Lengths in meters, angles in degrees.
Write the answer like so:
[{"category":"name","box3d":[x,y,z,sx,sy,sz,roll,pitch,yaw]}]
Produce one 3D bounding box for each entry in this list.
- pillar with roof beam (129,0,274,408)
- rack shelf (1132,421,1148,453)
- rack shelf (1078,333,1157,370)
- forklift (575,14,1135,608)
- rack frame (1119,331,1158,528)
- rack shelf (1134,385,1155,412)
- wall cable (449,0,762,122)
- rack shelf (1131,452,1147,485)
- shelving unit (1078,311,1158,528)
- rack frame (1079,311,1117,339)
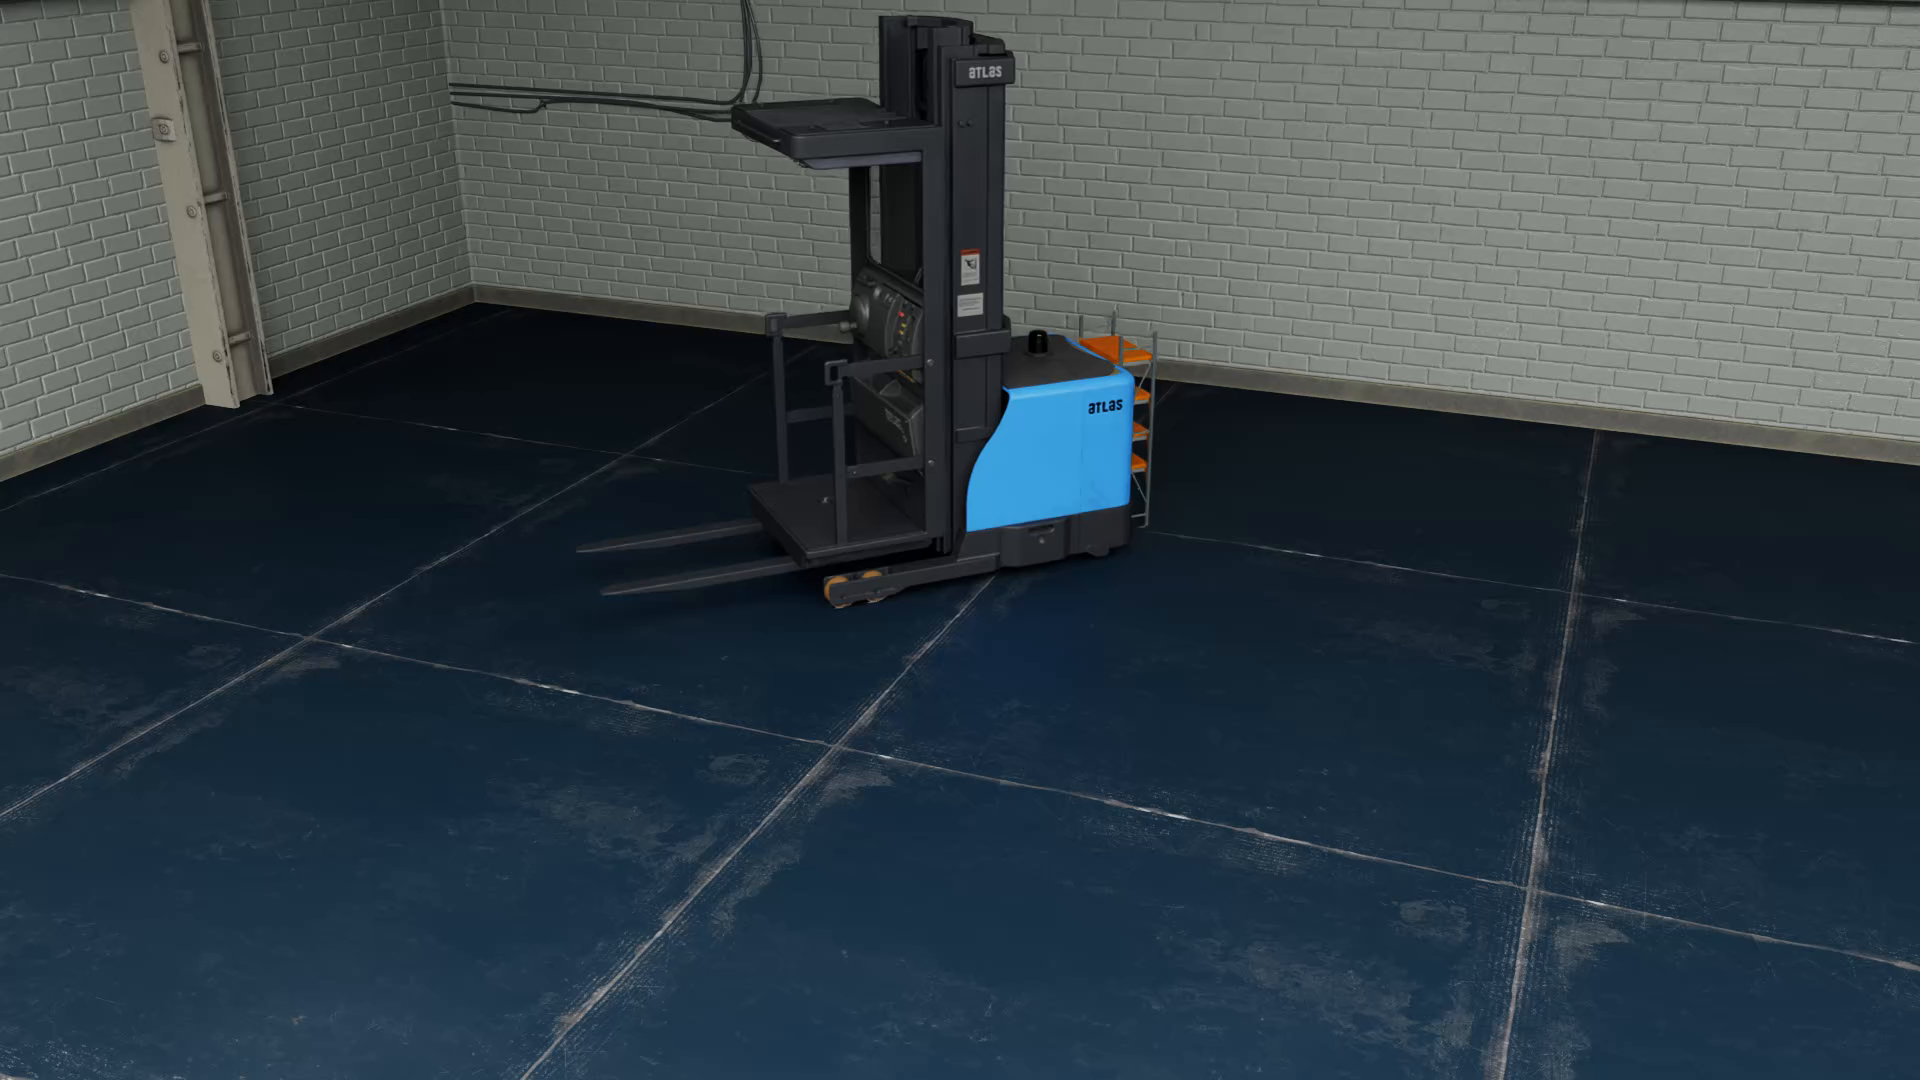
[{"category":"pillar with roof beam","box3d":[-1.317,-4.581,9.041,9.100,9.000,0.400,9,24,20]},{"category":"rack shelf","box3d":[0.915,-0.640,9.899,0.258,0.148,0.480,-9,24,-22]},{"category":"rack shelf","box3d":[0.916,-1.065,9.722,0.258,0.148,0.480,-9,24,-22]},{"category":"forklift","box3d":[-0.581,-1.219,8.866,3.031,2.935,1.130,-10,25,-22]},{"category":"rack frame","box3d":[1.013,-0.616,9.667,0.240,1.200,0.015,-9,24,-22]},{"category":"rack shelf","box3d":[0.915,-0.846,9.813,0.258,0.148,0.480,-9,24,-22]},{"category":"wall cable","box3d":[-2.992,-4.629,13.185,3.097,2.526,0.112,9,24,20]},{"category":"rack shelf","box3d":[0.915,-0.457,9.975,0.258,0.148,0.480,-9,24,-22]},{"category":"shelving unit","box3d":[0.915,-0.702,9.873,0.258,1.200,0.503,-9,24,-22]},{"category":"rack frame","box3d":[0.817,-0.788,10.079,0.240,1.200,0.015,-9,24,-22]}]
